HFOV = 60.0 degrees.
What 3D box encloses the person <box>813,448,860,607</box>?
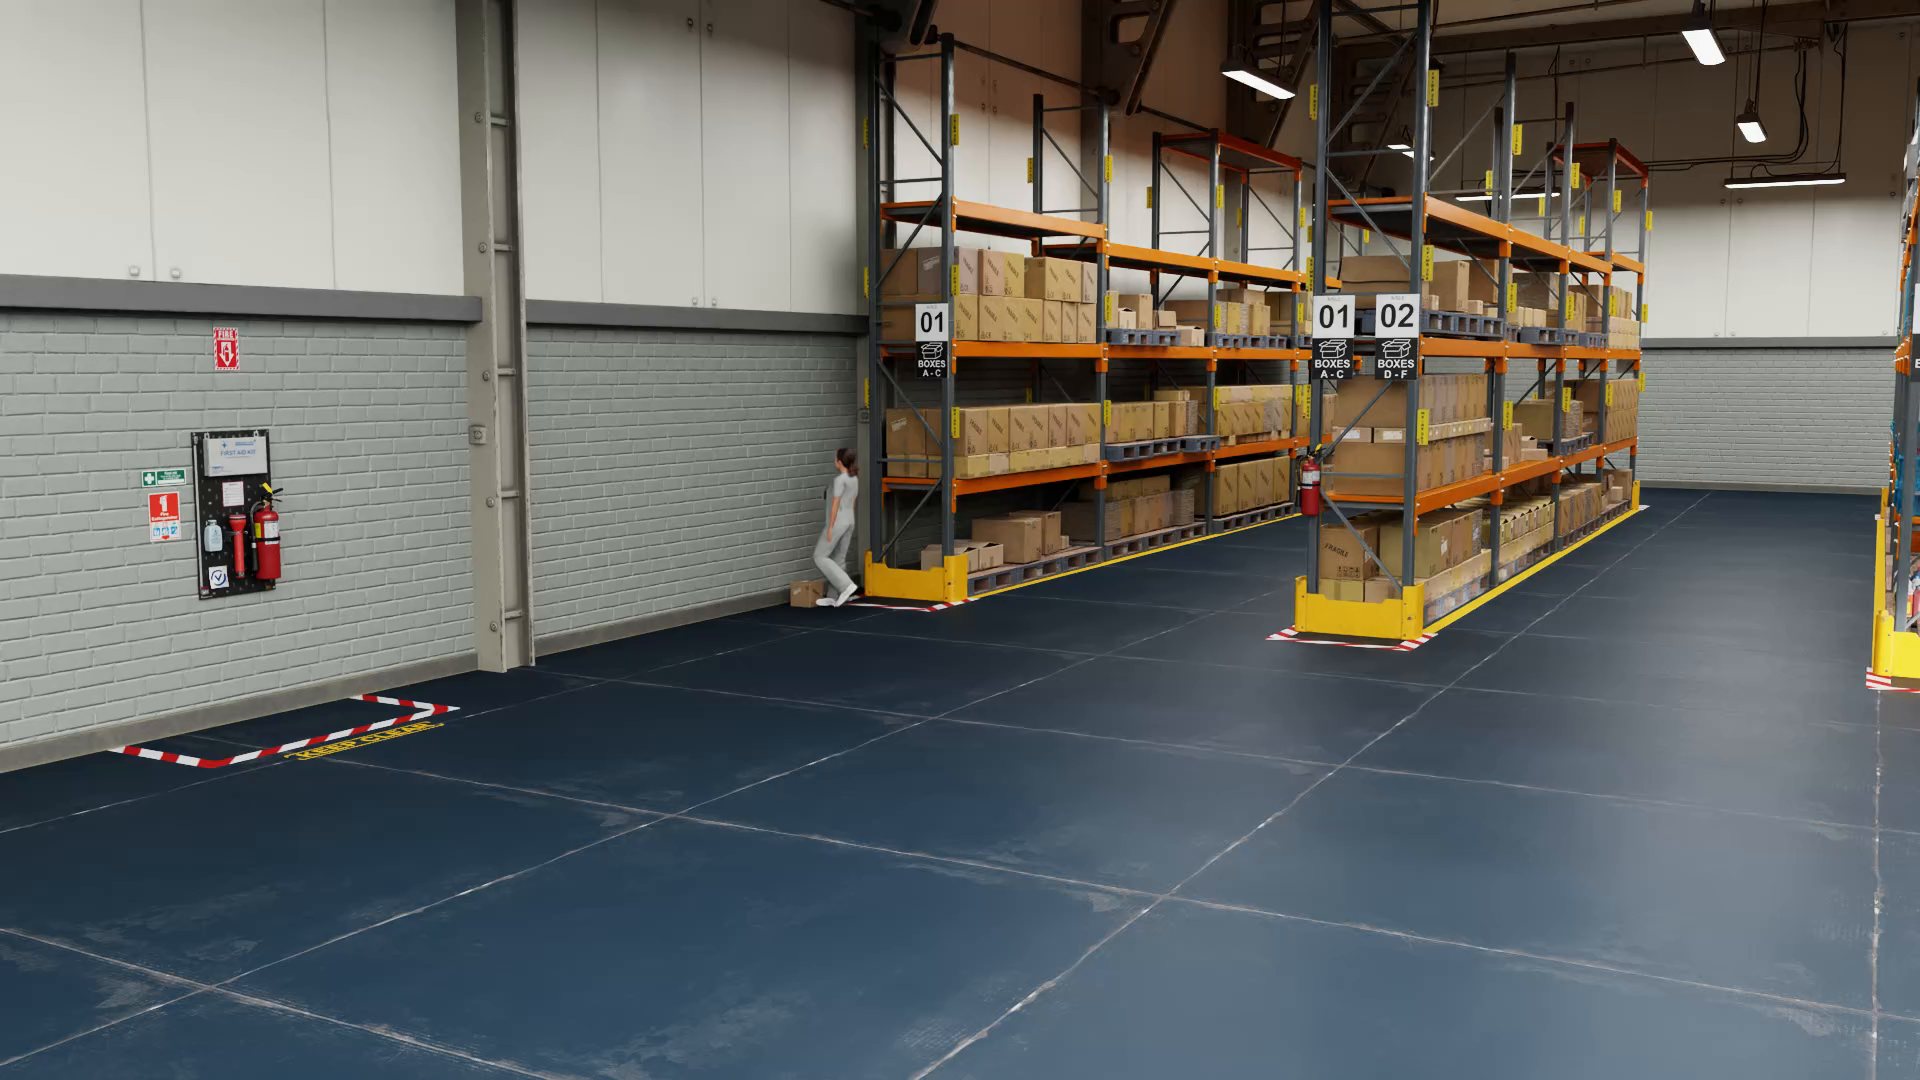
[{"bbox_3d":[-1.283,-0.127,17.333,0.572,1.669,0.479,3,7,24],"label":"person"}]
